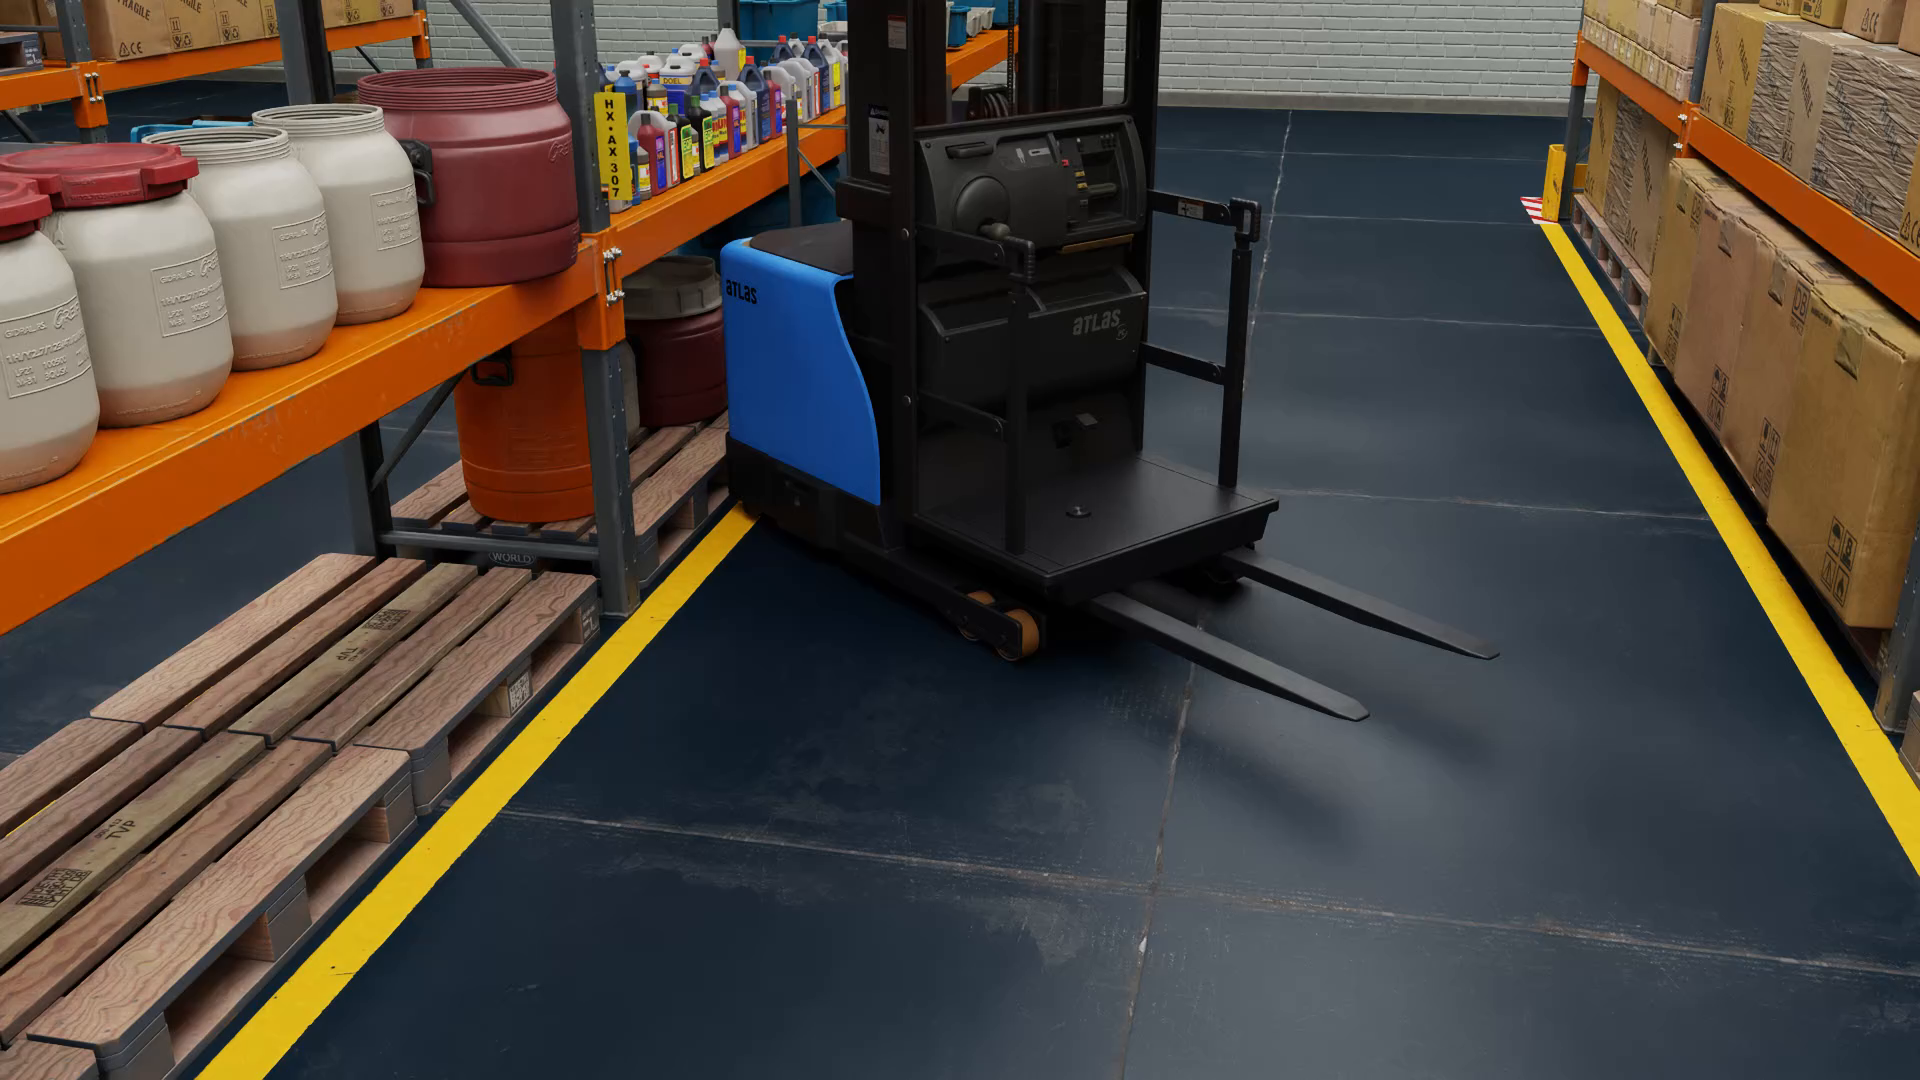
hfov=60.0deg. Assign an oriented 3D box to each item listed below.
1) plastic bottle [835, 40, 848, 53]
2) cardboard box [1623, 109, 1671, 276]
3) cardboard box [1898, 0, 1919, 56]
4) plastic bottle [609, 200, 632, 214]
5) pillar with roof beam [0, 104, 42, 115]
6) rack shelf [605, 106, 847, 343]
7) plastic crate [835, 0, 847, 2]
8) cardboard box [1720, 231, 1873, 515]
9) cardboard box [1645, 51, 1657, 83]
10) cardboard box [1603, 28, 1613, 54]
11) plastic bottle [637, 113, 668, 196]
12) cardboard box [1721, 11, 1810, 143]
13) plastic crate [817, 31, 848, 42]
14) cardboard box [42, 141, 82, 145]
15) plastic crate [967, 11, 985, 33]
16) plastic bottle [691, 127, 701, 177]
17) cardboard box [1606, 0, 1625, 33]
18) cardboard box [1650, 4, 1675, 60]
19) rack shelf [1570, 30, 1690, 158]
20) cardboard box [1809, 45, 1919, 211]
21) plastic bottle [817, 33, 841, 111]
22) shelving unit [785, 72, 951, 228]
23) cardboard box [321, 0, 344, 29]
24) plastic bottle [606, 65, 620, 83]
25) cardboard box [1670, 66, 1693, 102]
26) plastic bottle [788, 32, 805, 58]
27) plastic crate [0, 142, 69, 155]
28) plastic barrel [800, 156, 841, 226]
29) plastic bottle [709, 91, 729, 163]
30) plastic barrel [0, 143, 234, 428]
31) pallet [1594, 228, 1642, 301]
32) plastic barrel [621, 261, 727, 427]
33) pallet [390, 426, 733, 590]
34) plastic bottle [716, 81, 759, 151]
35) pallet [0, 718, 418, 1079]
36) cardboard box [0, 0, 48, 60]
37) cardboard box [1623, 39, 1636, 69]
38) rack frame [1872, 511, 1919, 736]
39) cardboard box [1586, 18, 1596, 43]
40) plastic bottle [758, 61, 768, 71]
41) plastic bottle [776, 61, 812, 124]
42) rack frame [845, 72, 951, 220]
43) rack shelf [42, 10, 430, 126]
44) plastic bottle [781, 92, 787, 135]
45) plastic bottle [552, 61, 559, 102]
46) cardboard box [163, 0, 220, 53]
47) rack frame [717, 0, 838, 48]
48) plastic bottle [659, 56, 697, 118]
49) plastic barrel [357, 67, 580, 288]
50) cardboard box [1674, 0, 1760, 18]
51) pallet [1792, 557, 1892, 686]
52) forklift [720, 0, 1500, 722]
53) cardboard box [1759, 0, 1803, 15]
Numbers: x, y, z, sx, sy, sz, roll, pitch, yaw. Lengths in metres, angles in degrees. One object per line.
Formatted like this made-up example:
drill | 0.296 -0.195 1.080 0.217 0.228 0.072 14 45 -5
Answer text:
plastic bottle | -0.558 -2.414 8.499 0.152 0.276 0.135 4 22 11
cardboard box | 4.451 -2.037 9.677 0.875 0.875 0.875 4 22 11
cardboard box | 3.539 -1.816 5.371 0.797 0.503 0.637 5 22 12
plastic bottle | -1.206 -1.254 5.618 0.152 0.276 0.135 4 22 11
pillar with roof beam | -5.758 -8.367 15.082 9.100 9.000 0.400 4 22 11
rack shelf | -1.202 -1.575 7.213 1.077 0.370 4.000 4 22 11
plastic crate | -0.619 -3.507 11.190 0.416 0.233 0.300 4 22 11
cardboard box | 3.589 -0.586 6.074 1.225 0.875 0.875 5 22 11
cardboard box | 3.953 -2.565 9.044 0.380 0.149 0.250 5 22 12
cardboard box | 4.268 -3.129 10.443 0.380 0.149 0.250 4 22 10
plastic bottle | -1.094 -1.374 5.906 0.061 0.283 0.133 4 22 11
cardboard box | 3.614 -1.976 7.112 0.500 0.500 0.500 4 22 11
plastic crate | -0.829 -2.971 10.002 0.437 0.125 0.590 4 22 11
cardboard box | -5.804 -2.294 10.792 0.500 0.500 0.500 4 22 11
plastic crate | -0.040 -3.592 11.530 0.396 0.136 0.243 4 22 11
plastic bottle | -1.034 -1.478 6.273 0.097 0.201 0.097 0 22 0
cardboard box | 4.303 -3.265 10.249 0.500 0.250 0.500 4 22 9
cardboard box | 3.991 -2.702 8.851 0.500 0.250 0.500 5 23 13
rack shelf | 4.463 -2.661 9.908 1.077 0.370 4.000 4 22 11
cardboard box | 3.307 -1.418 5.725 0.500 0.500 0.500 4 22 9
plastic bottle | -0.661 -2.257 8.008 0.144 0.351 0.185 4 22 11
shelving unit | -0.376 -1.285 7.537 0.587 1.500 1.083 4 22 9
cardboard box | -4.861 -3.972 12.068 0.500 0.500 0.500 5 22 11
plastic bottle | -1.548 -1.977 7.419 0.097 0.271 0.097 0 22 0
cardboard box | 3.796 -2.283 8.343 0.380 0.149 0.250 5 22 11
plastic bottle | -0.802 -2.268 8.035 0.144 0.351 0.185 4 22 11
plastic crate | -2.240 -0.640 3.841 0.402 0.464 0.583 4 22 11
plastic barrel | -0.922 -1.664 8.718 0.600 0.901 0.708 4 22 11
plastic bottle | -0.967 -1.630 6.558 0.097 0.271 0.097 0 22 0
plastic barrel | -1.779 -0.538 3.491 0.433 0.535 0.433 0 22 0
pallet | 4.533 -1.689 10.265 1.003 0.211 1.213 4 22 11
plastic barrel | -1.297 -0.847 7.108 0.600 0.588 0.708 4 22 11
pallet | -1.490 -0.176 6.507 1.003 0.211 1.213 4 22 11
plastic bottle | -0.923 -1.761 6.877 0.152 0.276 0.135 4 22 11
pallet | -2.058 0.841 3.983 1.003 0.211 1.213 4 22 11
cardboard box | -5.792 -3.268 10.320 0.500 0.500 0.500 5 22 12
cardboard box | 4.111 -2.846 9.741 0.380 0.149 0.250 5 22 12
rack frame | 3.238 -0.800 4.325 1.000 3.000 0.127 4 22 11
cardboard box | 4.424 -3.411 11.144 0.380 0.149 0.250 4 22 10
plastic bottle | -0.889 -2.048 7.595 0.097 0.271 0.097 0 22 0
plastic bottle | -0.763 -2.047 7.587 0.152 0.276 0.135 4 22 11
rack frame | -0.289 -1.469 7.993 0.500 1.500 0.032 4 22 9
rack shelf | -5.234 -3.417 11.787 1.077 0.370 4.000 4 22 11
plastic bottle | -0.807 -1.883 7.280 0.097 0.201 0.097 0 22 0
plastic bottle | -1.639 -1.808 6.894 0.144 0.351 0.185 4 22 11
cardboard box | -5.170 -3.419 10.694 0.500 0.500 0.500 5 22 12
rack frame | -0.794 -2.641 8.895 1.000 3.000 0.127 4 22 11
plastic bottle | -1.302 -2.093 7.700 0.152 0.276 0.135 4 22 11
plastic barrel | -1.408 -1.048 4.759 0.600 0.536 0.708 4 22 11
cardboard box | 3.887 -2.868 8.258 0.500 0.500 0.500 5 22 12
pallet | 3.473 0.211 5.548 1.003 0.211 1.213 4 22 11
forklift | 0.391 -1.179 5.357 1.130 2.935 3.031 -17 27 -36
cardboard box | 3.932 -2.541 7.170 0.797 0.503 0.637 4 22 10
